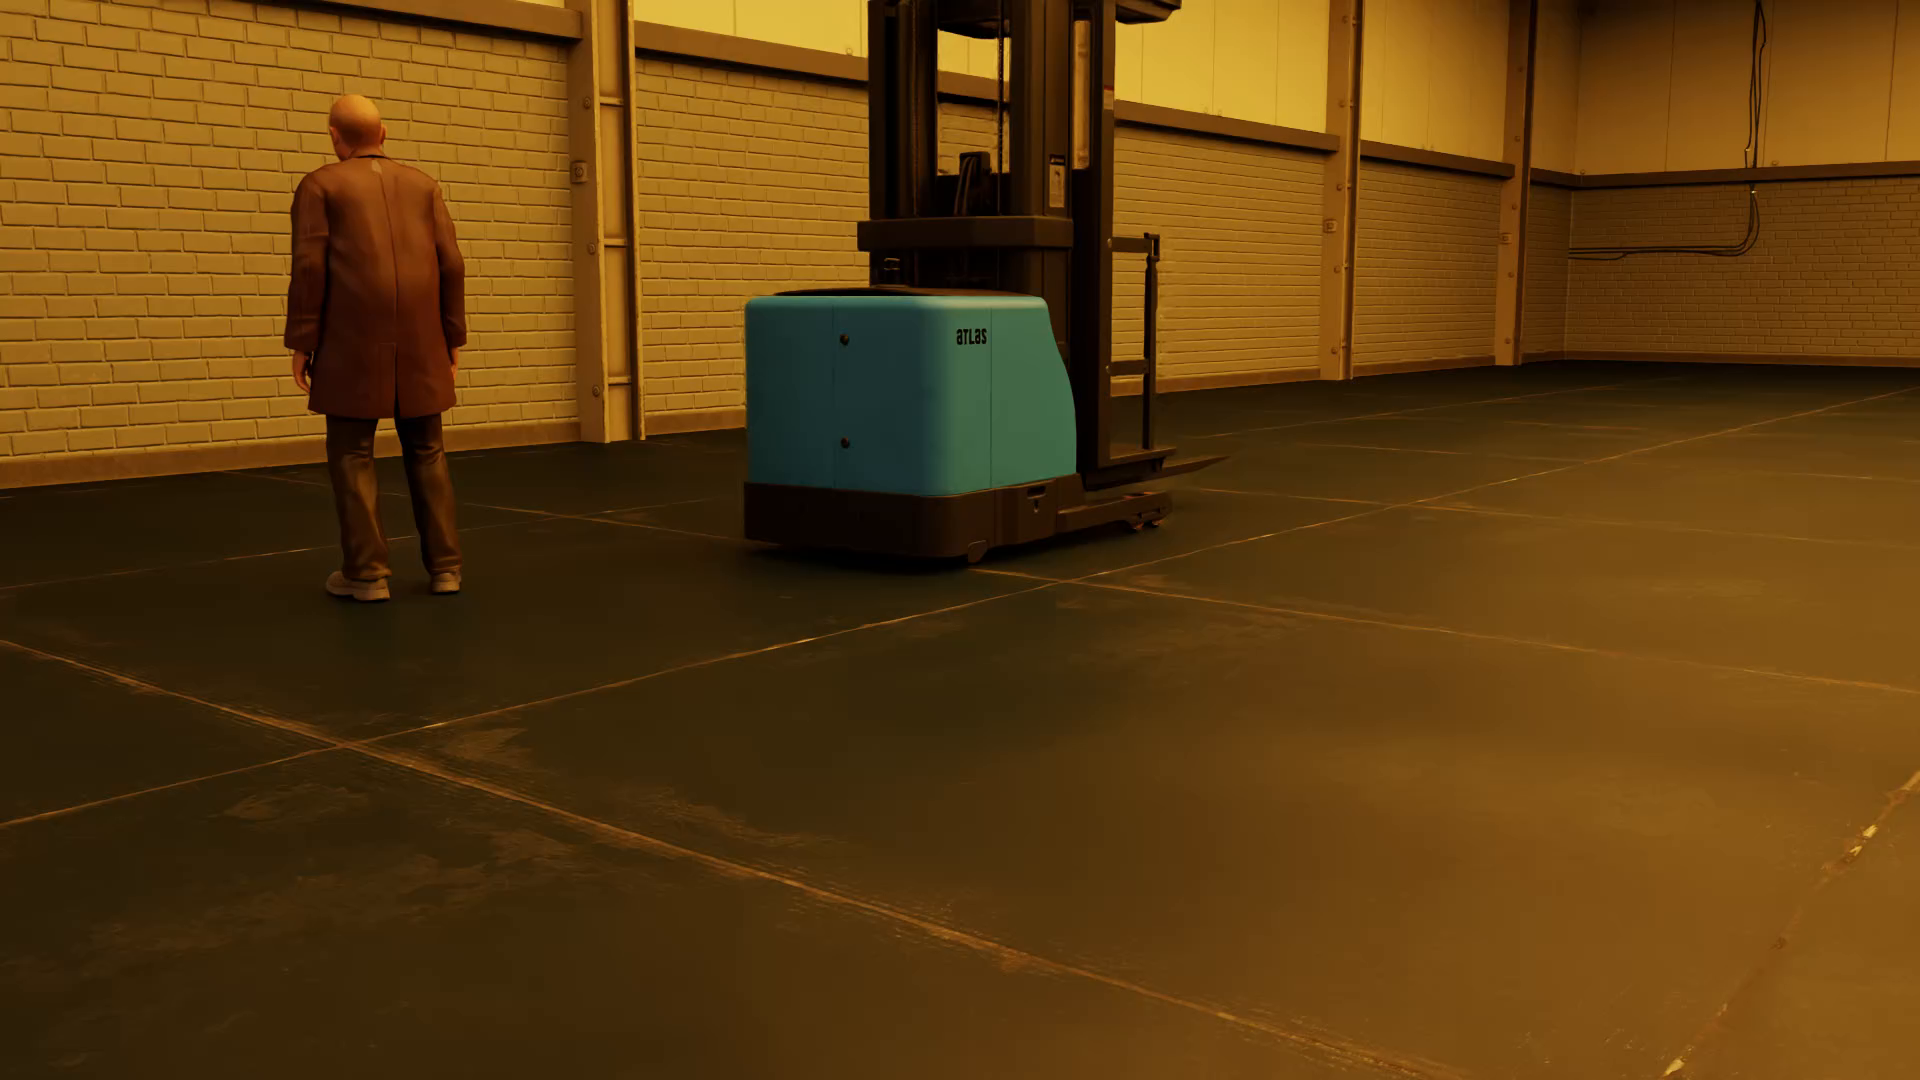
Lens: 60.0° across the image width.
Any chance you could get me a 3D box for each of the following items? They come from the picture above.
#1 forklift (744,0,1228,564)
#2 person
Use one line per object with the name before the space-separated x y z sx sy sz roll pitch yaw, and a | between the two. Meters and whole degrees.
forklift | 0.329 -1.527 7.717 1.130 2.935 3.031 5 10 33
person | -2.075 -0.680 5.930 0.647 1.772 0.430 -6 10 -37
